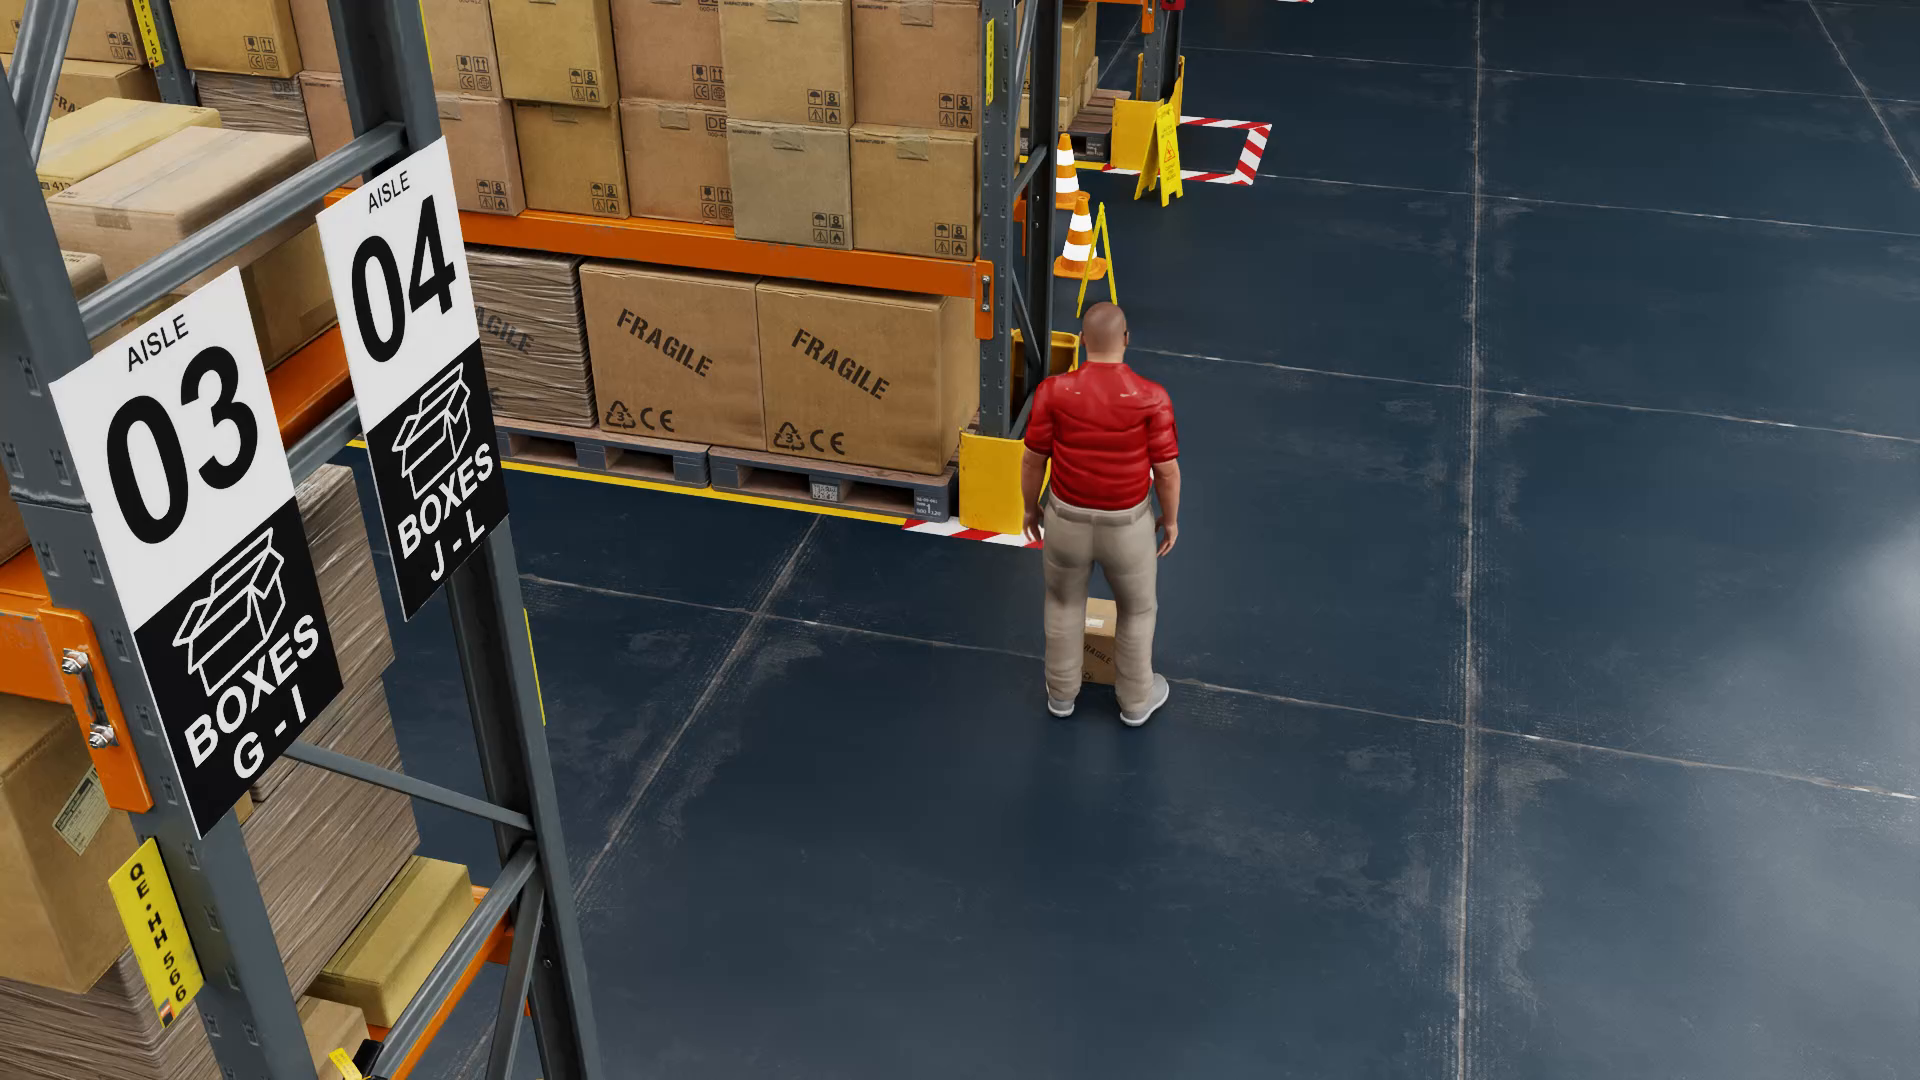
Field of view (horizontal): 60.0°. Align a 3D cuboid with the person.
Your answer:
[{"bbox_3d":[0.535,0.003,6.308,0.593,1.552,0.385,6,33,10],"label":"person"}]
